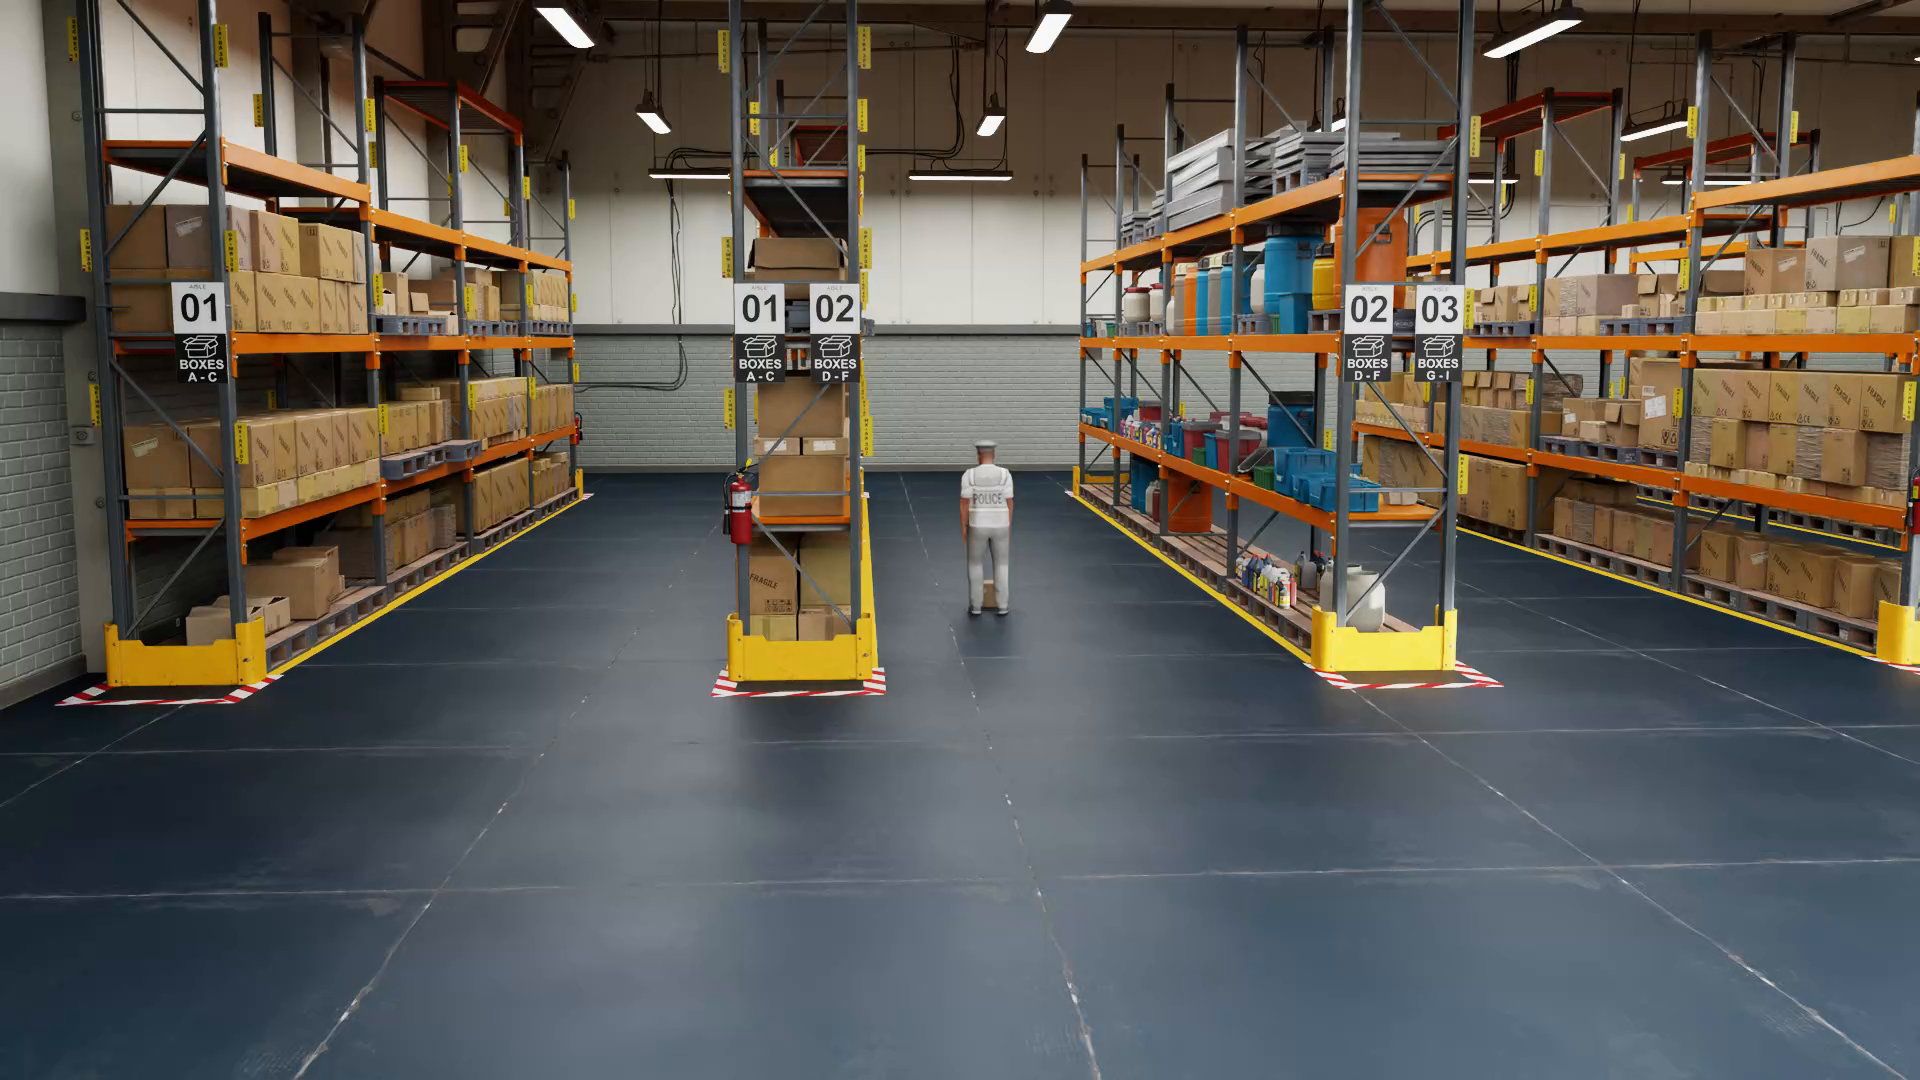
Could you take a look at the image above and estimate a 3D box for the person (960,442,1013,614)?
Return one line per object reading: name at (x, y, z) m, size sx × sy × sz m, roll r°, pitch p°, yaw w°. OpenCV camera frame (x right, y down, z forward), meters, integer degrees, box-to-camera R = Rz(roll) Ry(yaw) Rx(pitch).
person at (0.264, -0.116, 16.767) m, size 0.531 × 1.738 × 0.391 m, roll 0°, pitch 7°, yaw -3°
